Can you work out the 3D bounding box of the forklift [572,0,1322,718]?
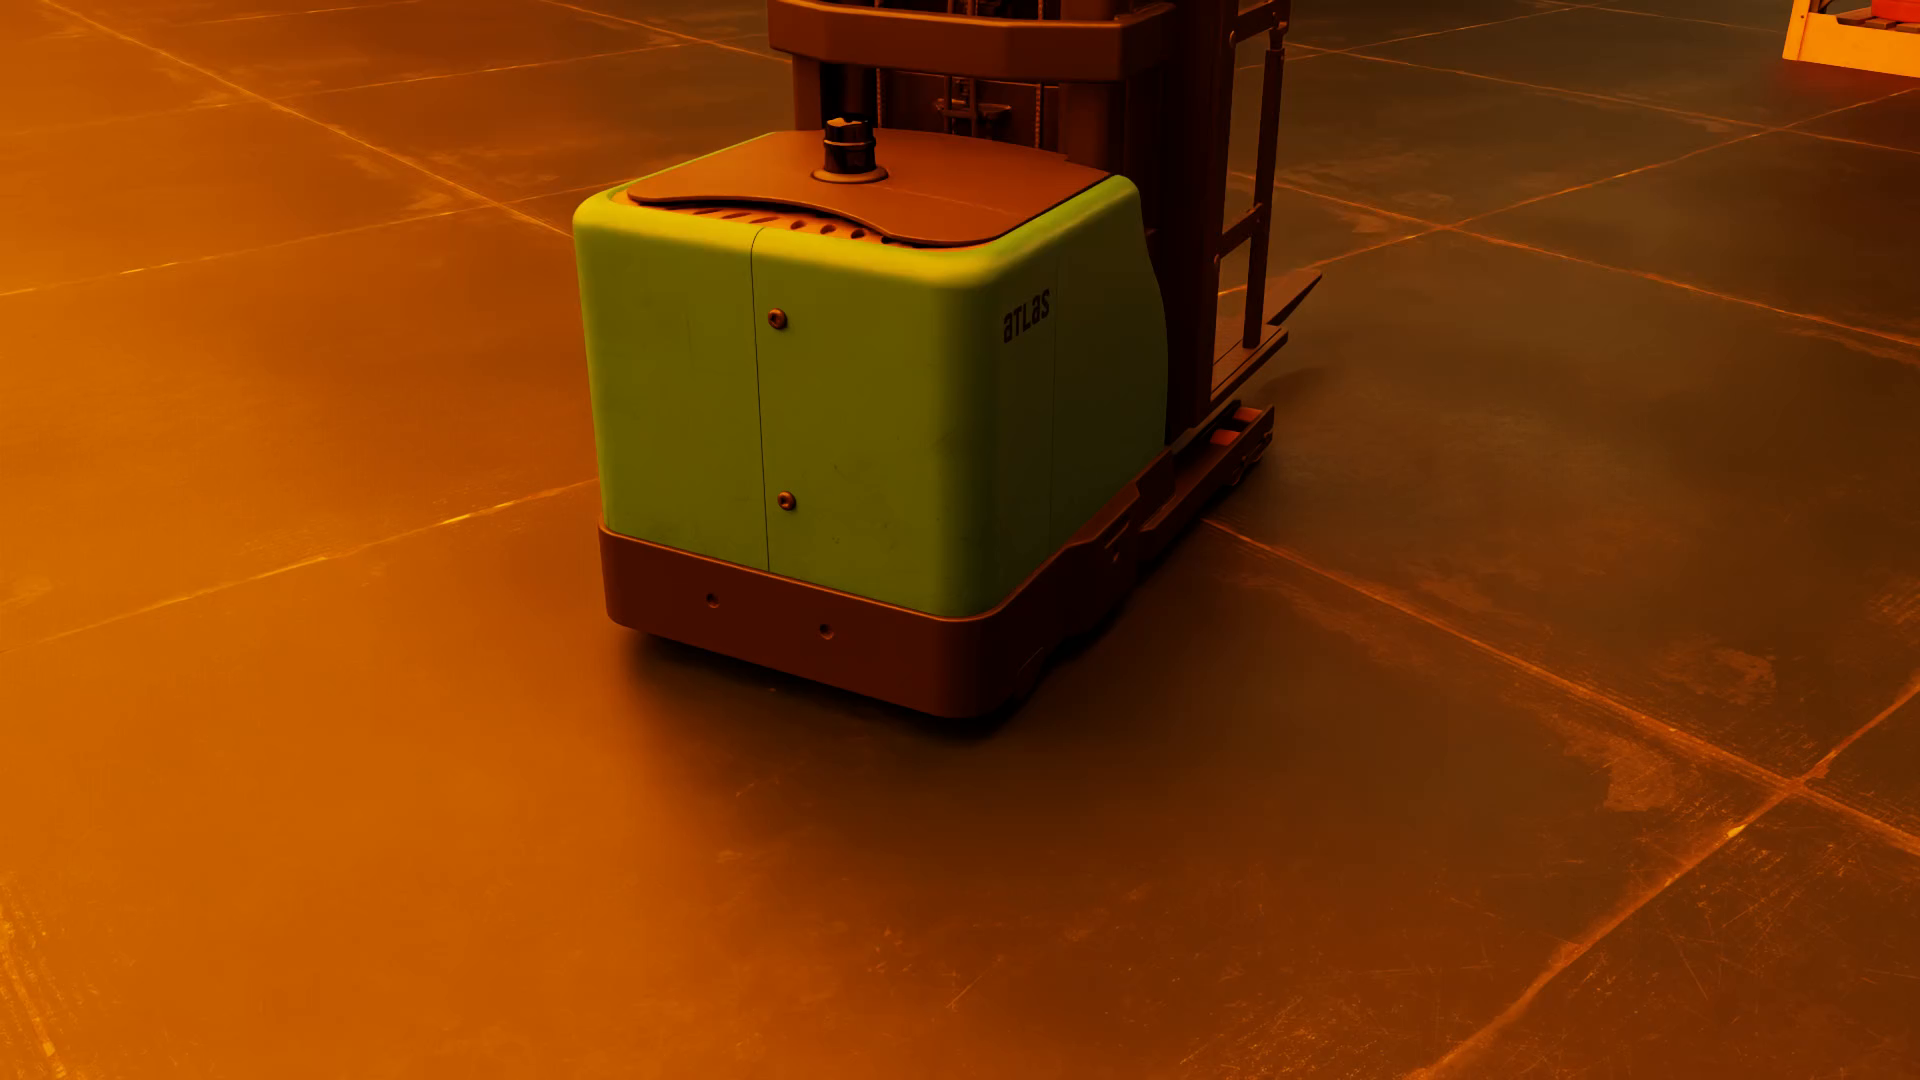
[{"bbox_3d":[0.285,-1.552,4.331,1.130,2.935,3.031,13,29,25],"label":"forklift"}]
